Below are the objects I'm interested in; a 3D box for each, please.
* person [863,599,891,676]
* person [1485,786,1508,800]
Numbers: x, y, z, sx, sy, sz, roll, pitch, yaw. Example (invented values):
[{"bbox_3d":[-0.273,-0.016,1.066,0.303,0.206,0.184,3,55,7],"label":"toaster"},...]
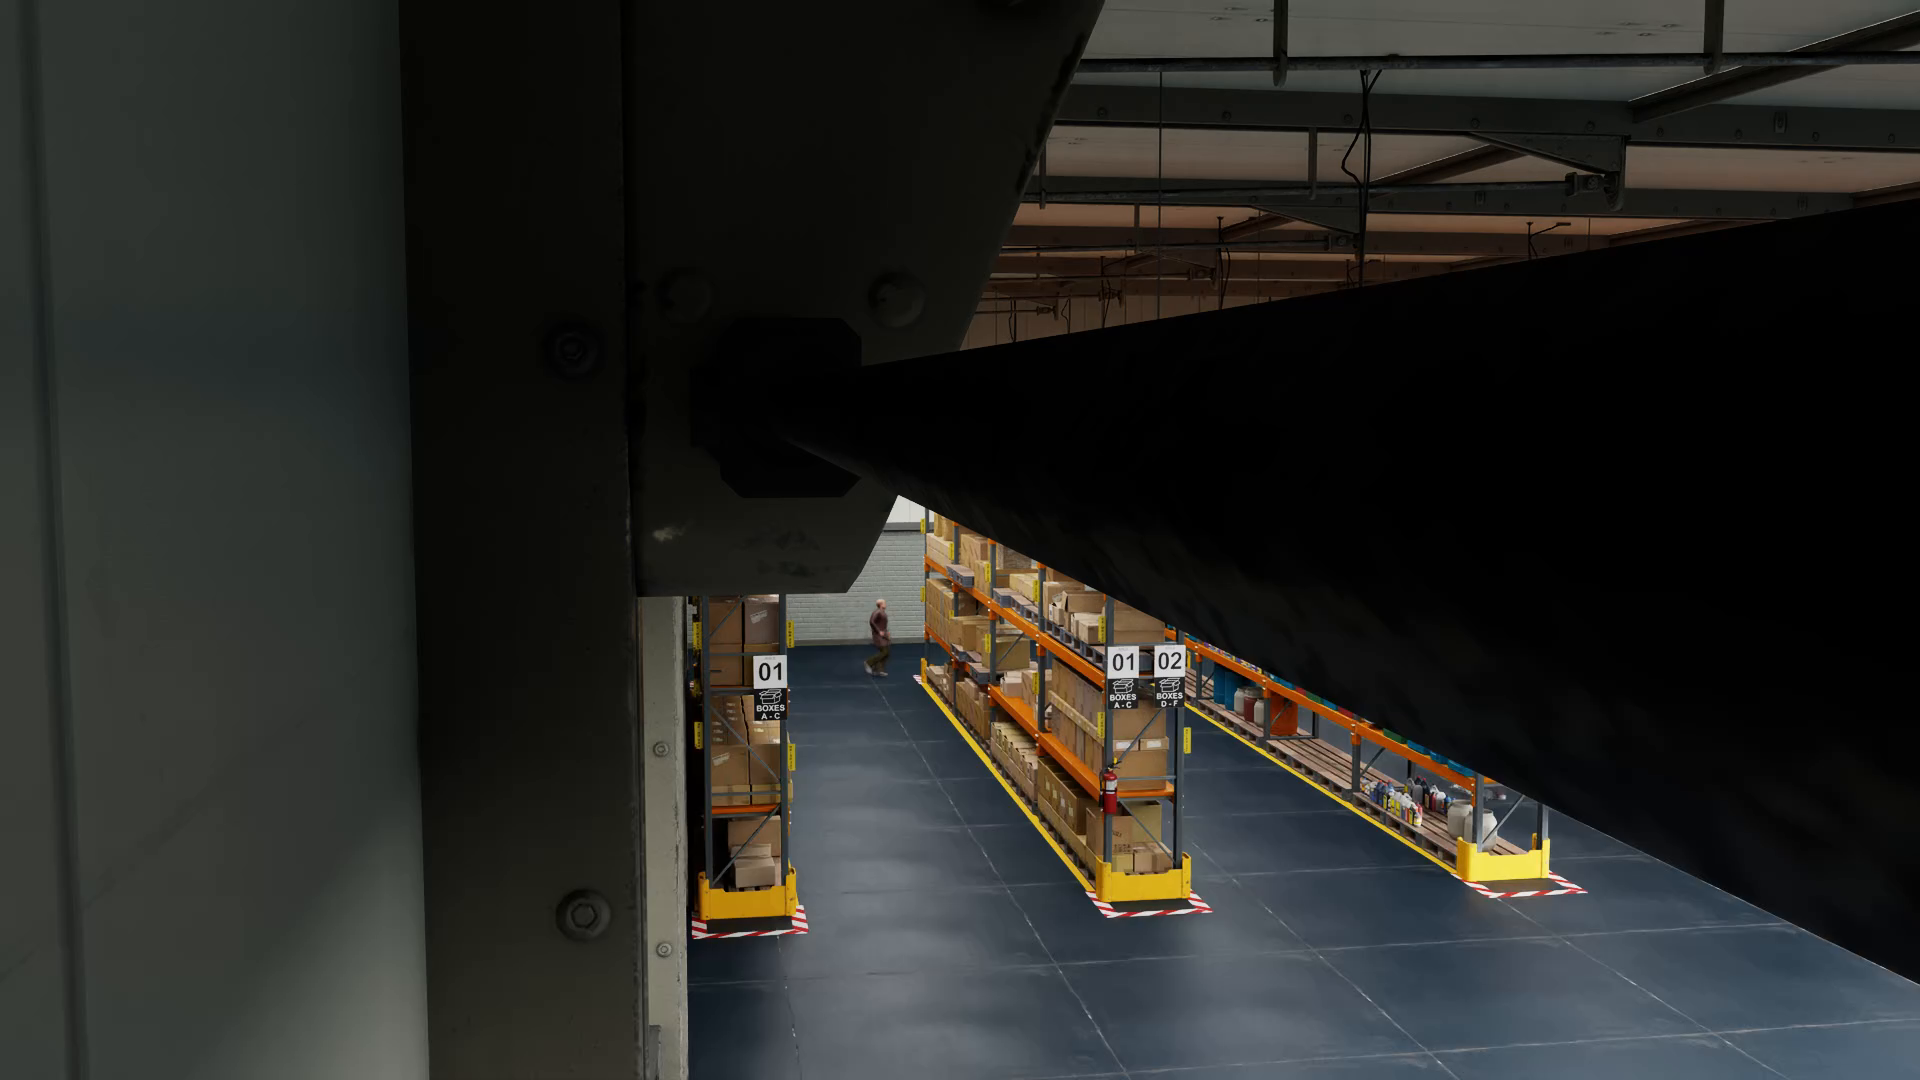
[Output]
[{"bbox_3d":[-1.855,2.186,37.484,0.604,1.713,0.798,1,5,7],"label":"person"},{"bbox_3d":[8.463,3.264,25.722,0.553,1.584,0.602,-1,5,-13],"label":"person"}]
